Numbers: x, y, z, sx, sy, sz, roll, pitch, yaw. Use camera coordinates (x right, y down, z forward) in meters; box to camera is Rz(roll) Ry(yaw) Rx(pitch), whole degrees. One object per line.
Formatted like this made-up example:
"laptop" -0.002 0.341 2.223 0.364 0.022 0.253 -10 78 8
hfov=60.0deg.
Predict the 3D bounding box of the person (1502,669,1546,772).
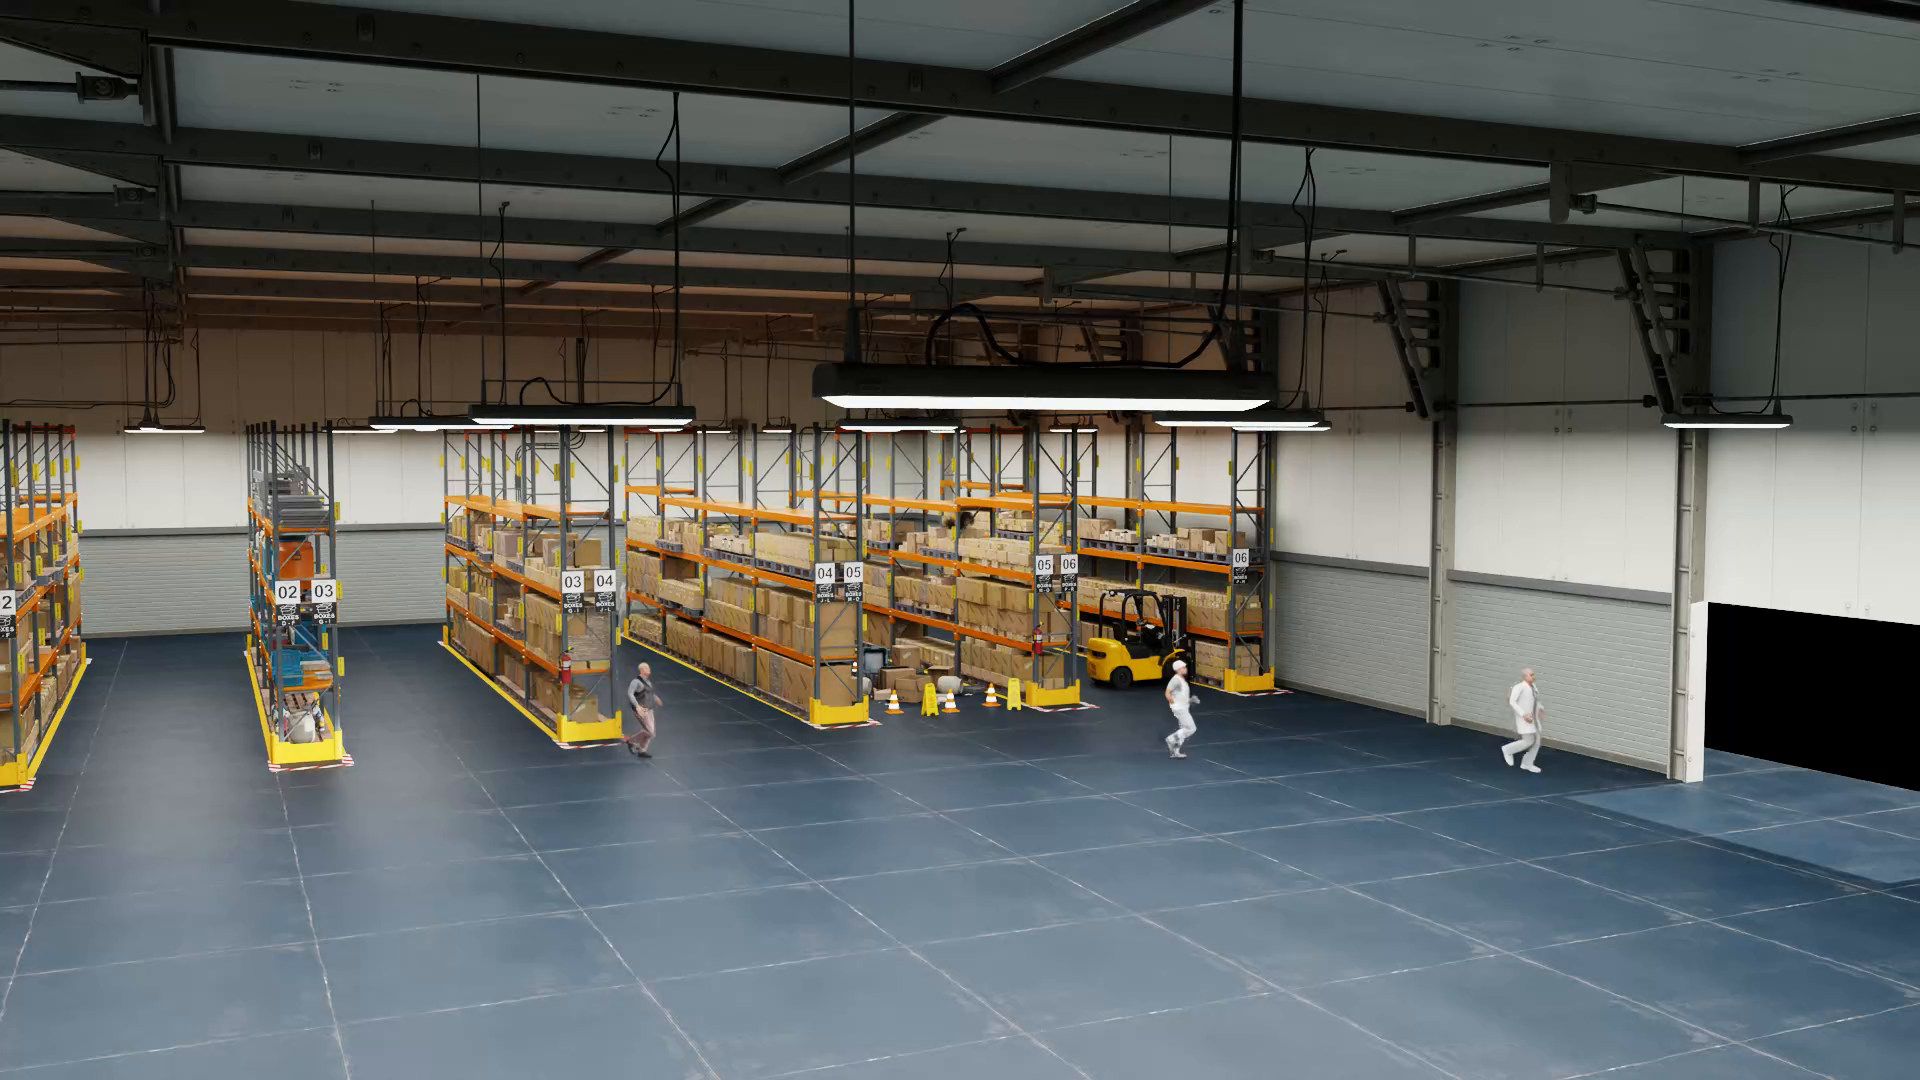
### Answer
"person" 9.683 3.071 28.531 0.736 1.755 0.683 -3 5 -39

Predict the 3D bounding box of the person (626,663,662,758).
"person" -5.631 3.069 29.633 0.575 1.618 0.675 1 4 14

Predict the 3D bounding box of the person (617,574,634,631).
"person" -9.754 1.800 48.769 0.863 1.760 0.735 -3 5 -39

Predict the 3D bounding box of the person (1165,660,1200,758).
"person" 3.951 3.006 29.506 0.587 1.739 0.656 1 4 17
